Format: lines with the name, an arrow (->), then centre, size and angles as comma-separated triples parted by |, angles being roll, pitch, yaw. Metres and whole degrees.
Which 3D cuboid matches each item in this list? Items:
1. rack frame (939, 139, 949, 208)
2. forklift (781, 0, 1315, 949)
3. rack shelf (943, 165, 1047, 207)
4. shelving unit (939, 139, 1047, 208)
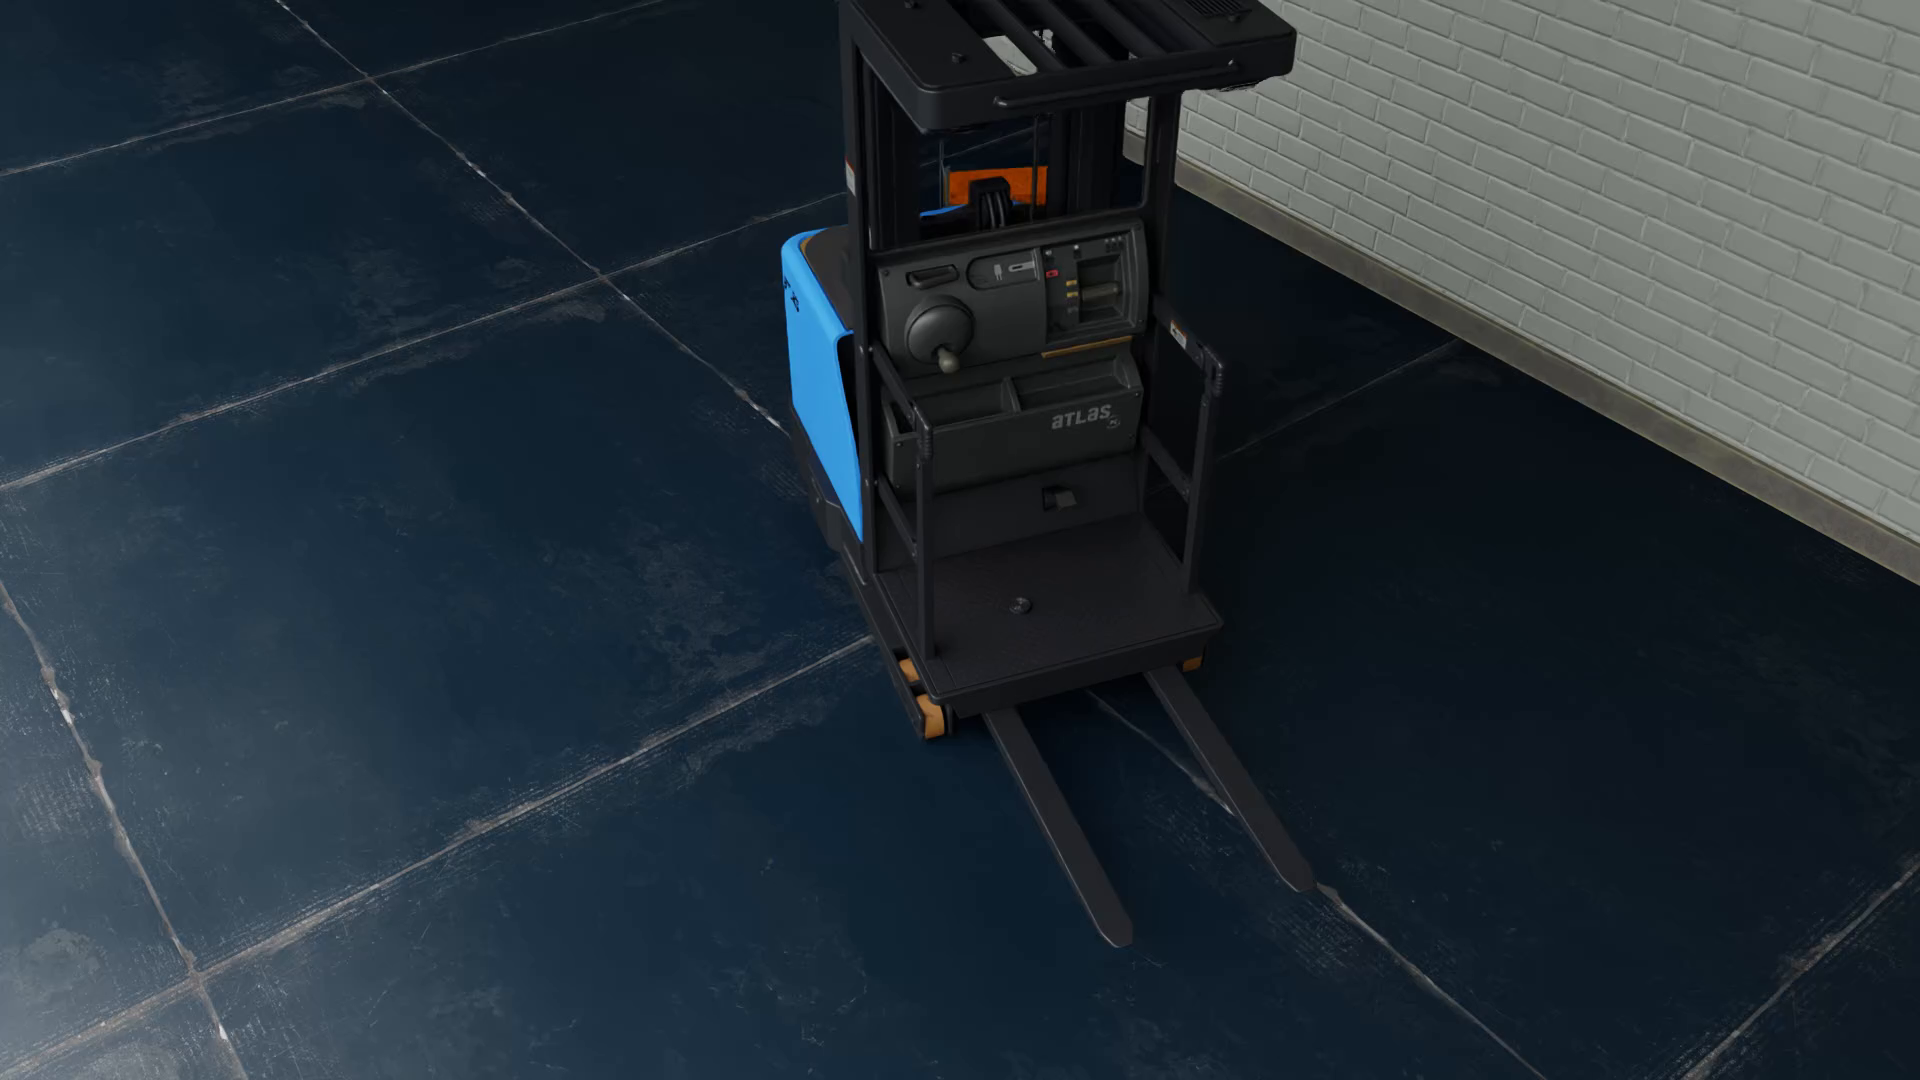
rack frame -> -0.066, -1.116, 7.164 | 0.015, 1.200, 0.240 | -4, 39, -5
forklift -> 0.261, -0.726, 5.324 | 1.130, 2.935, 3.031 | -13, 41, -15
rack shelf -> 0.176, -1.441, 6.939 | 0.480, 0.148, 0.258 | -4, 39, -5
shelving unit -> 0.176, -1.135, 7.187 | 0.503, 1.200, 0.258 | -4, 39, -5
